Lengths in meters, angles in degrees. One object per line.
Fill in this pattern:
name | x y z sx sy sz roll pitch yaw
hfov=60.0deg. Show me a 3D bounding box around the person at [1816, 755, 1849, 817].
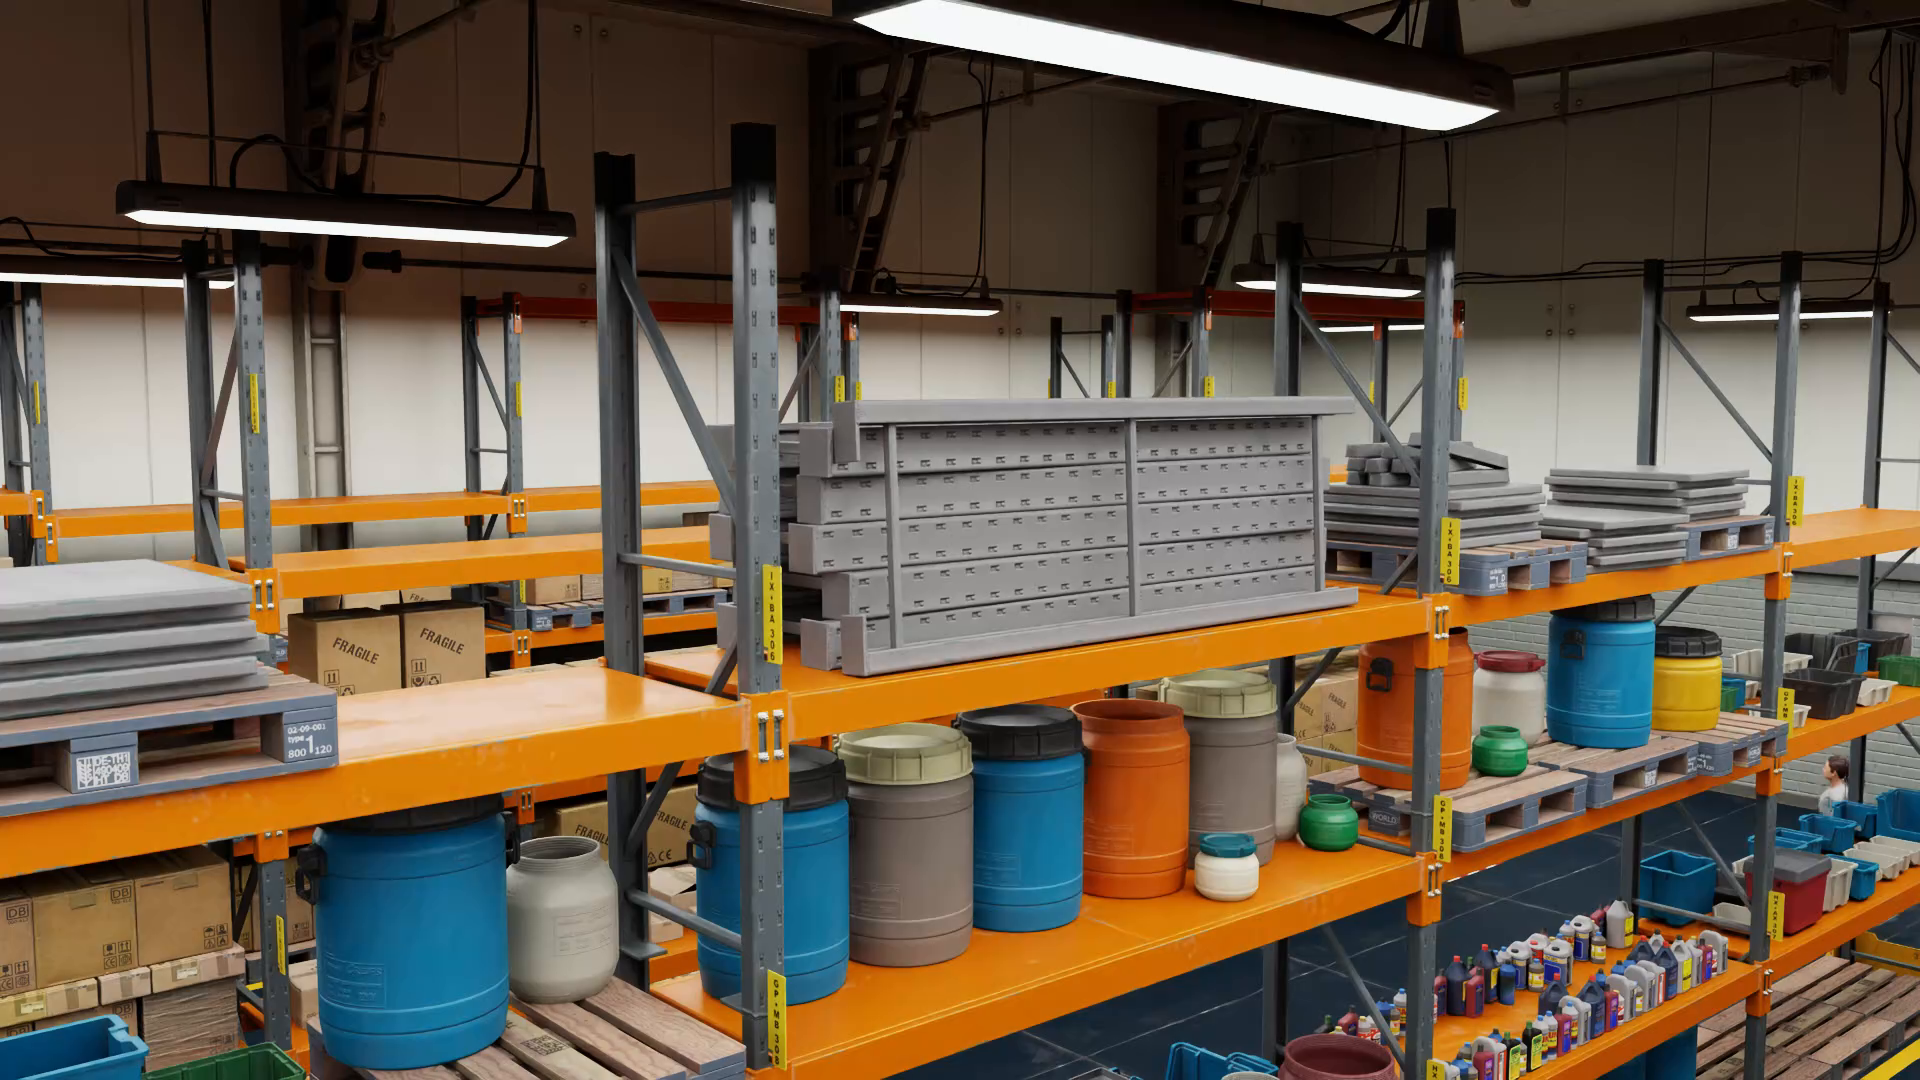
person | 8.358 2.854 15.764 0.967 1.634 0.444 5 7 43
